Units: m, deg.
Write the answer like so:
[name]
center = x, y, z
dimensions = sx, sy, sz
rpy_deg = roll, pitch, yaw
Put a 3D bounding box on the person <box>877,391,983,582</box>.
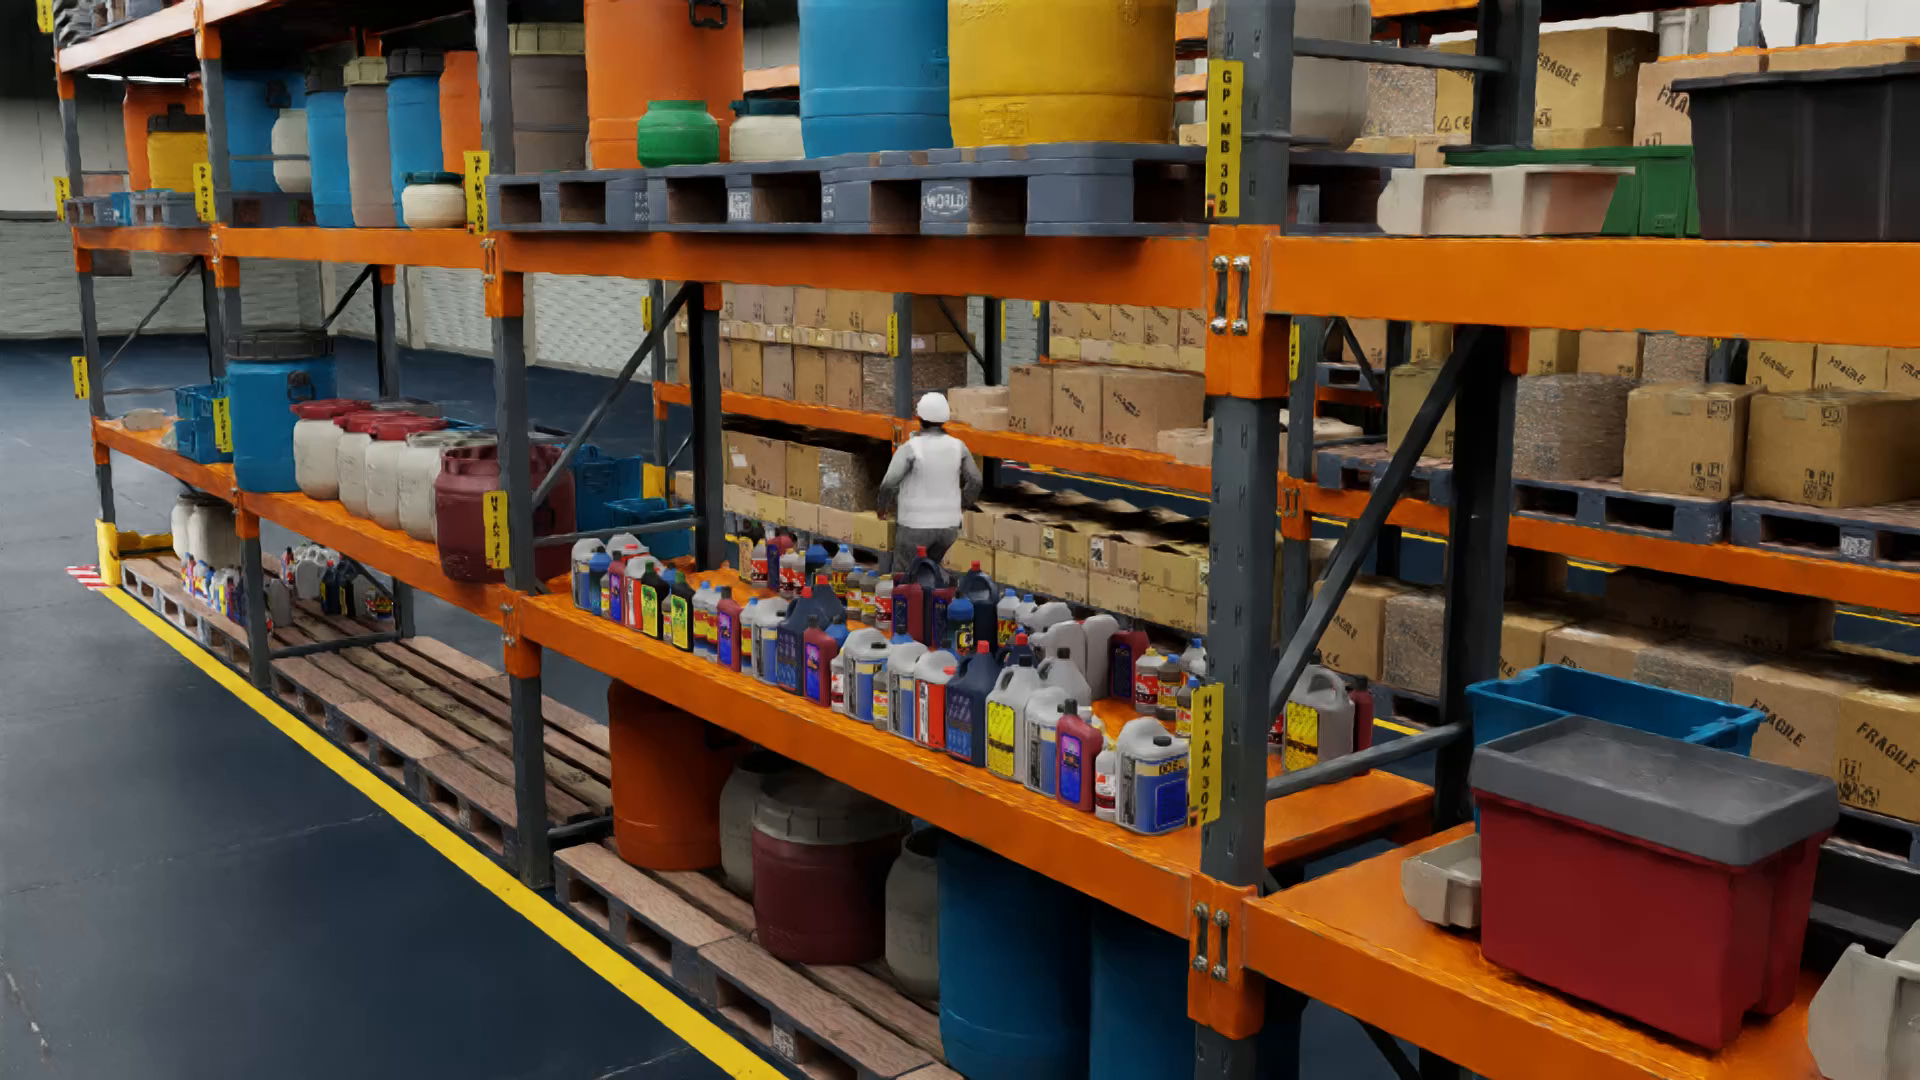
[person]
center = -0.250, -0.134, 11.112
dimensions = 0.716, 1.734, 0.503
rpy_deg = -7, 13, -32
